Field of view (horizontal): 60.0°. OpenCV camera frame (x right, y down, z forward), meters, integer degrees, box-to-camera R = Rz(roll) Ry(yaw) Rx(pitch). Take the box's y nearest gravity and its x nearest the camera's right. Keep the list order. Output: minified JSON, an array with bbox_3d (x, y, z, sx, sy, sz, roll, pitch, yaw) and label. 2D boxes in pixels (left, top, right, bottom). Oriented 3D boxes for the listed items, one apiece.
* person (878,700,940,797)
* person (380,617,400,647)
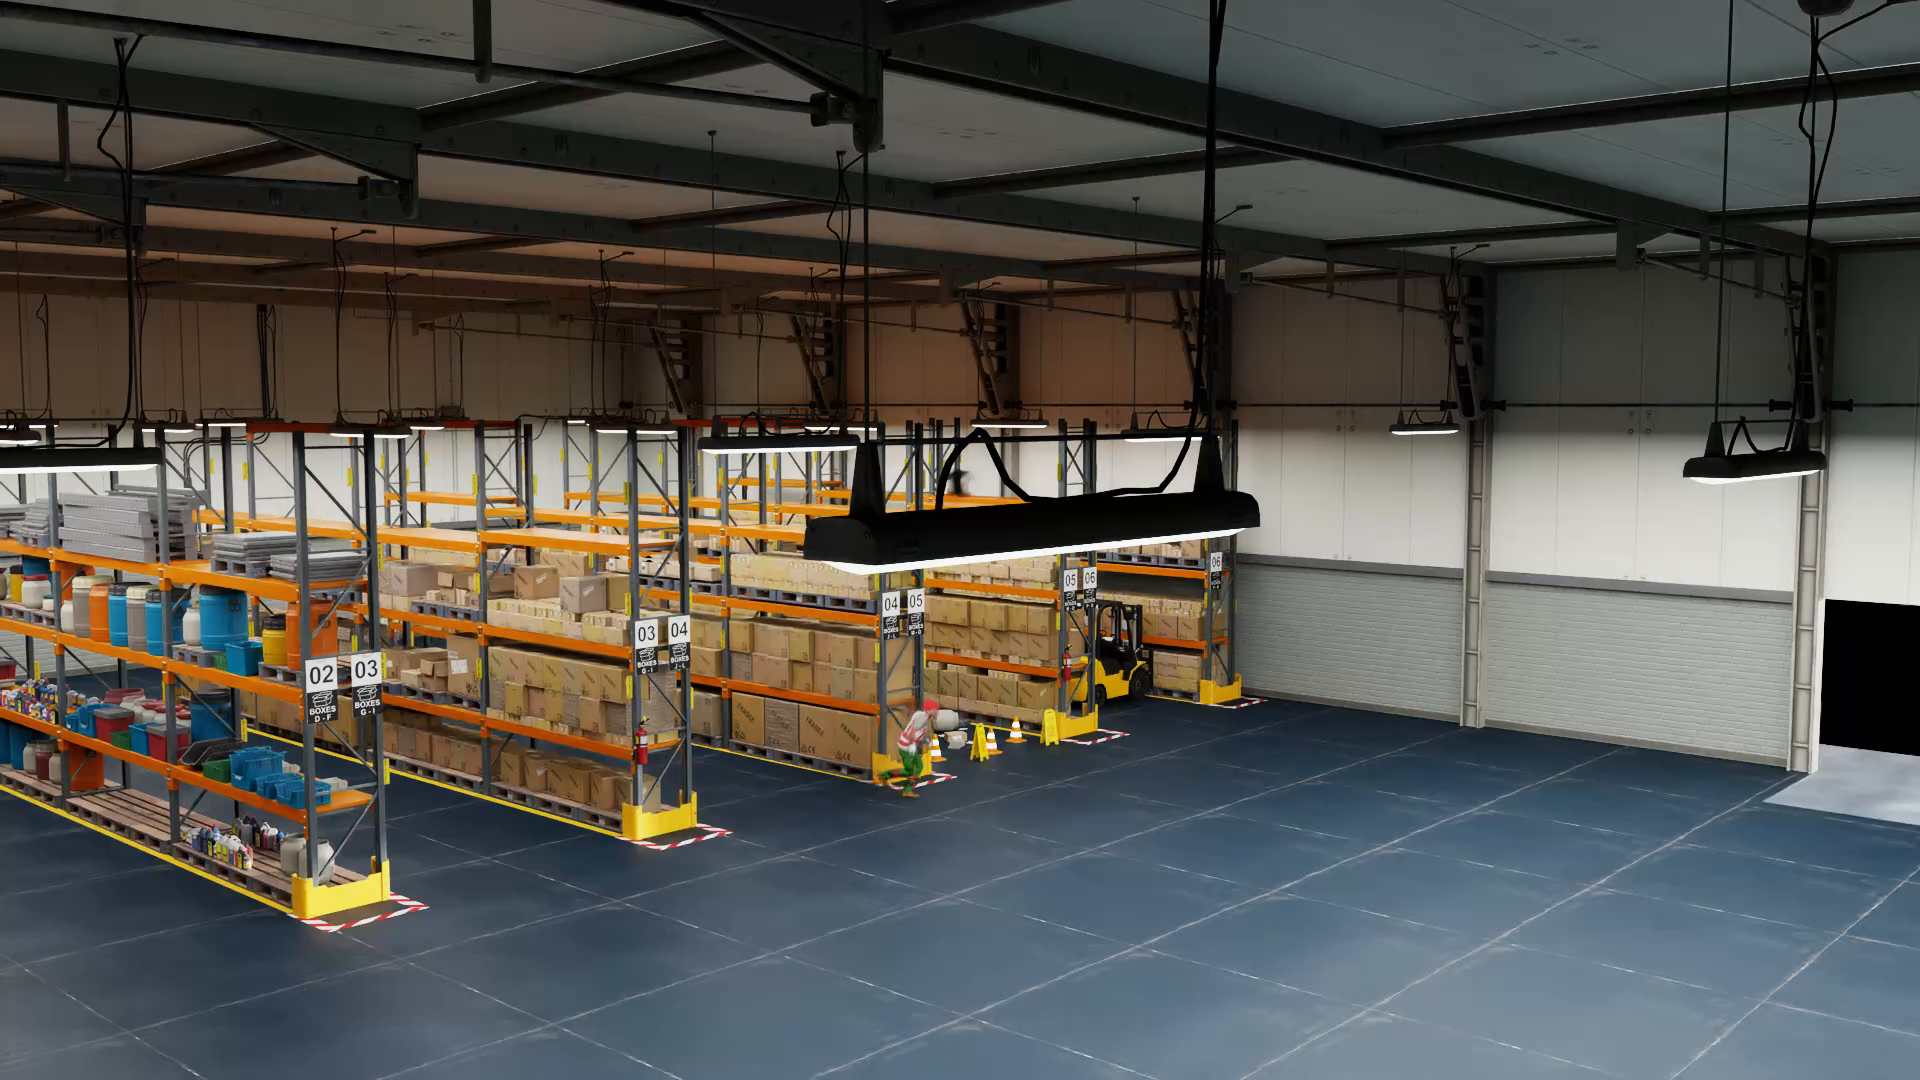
[{"bbox_3d":[-0.822,3.364,26.749,1.018,1.596,0.672,0,5,0],"label":"person"},{"bbox_3d":[-13.723,2.205,40.156,0.663,1.708,0.554,1,5,17],"label":"person"}]
